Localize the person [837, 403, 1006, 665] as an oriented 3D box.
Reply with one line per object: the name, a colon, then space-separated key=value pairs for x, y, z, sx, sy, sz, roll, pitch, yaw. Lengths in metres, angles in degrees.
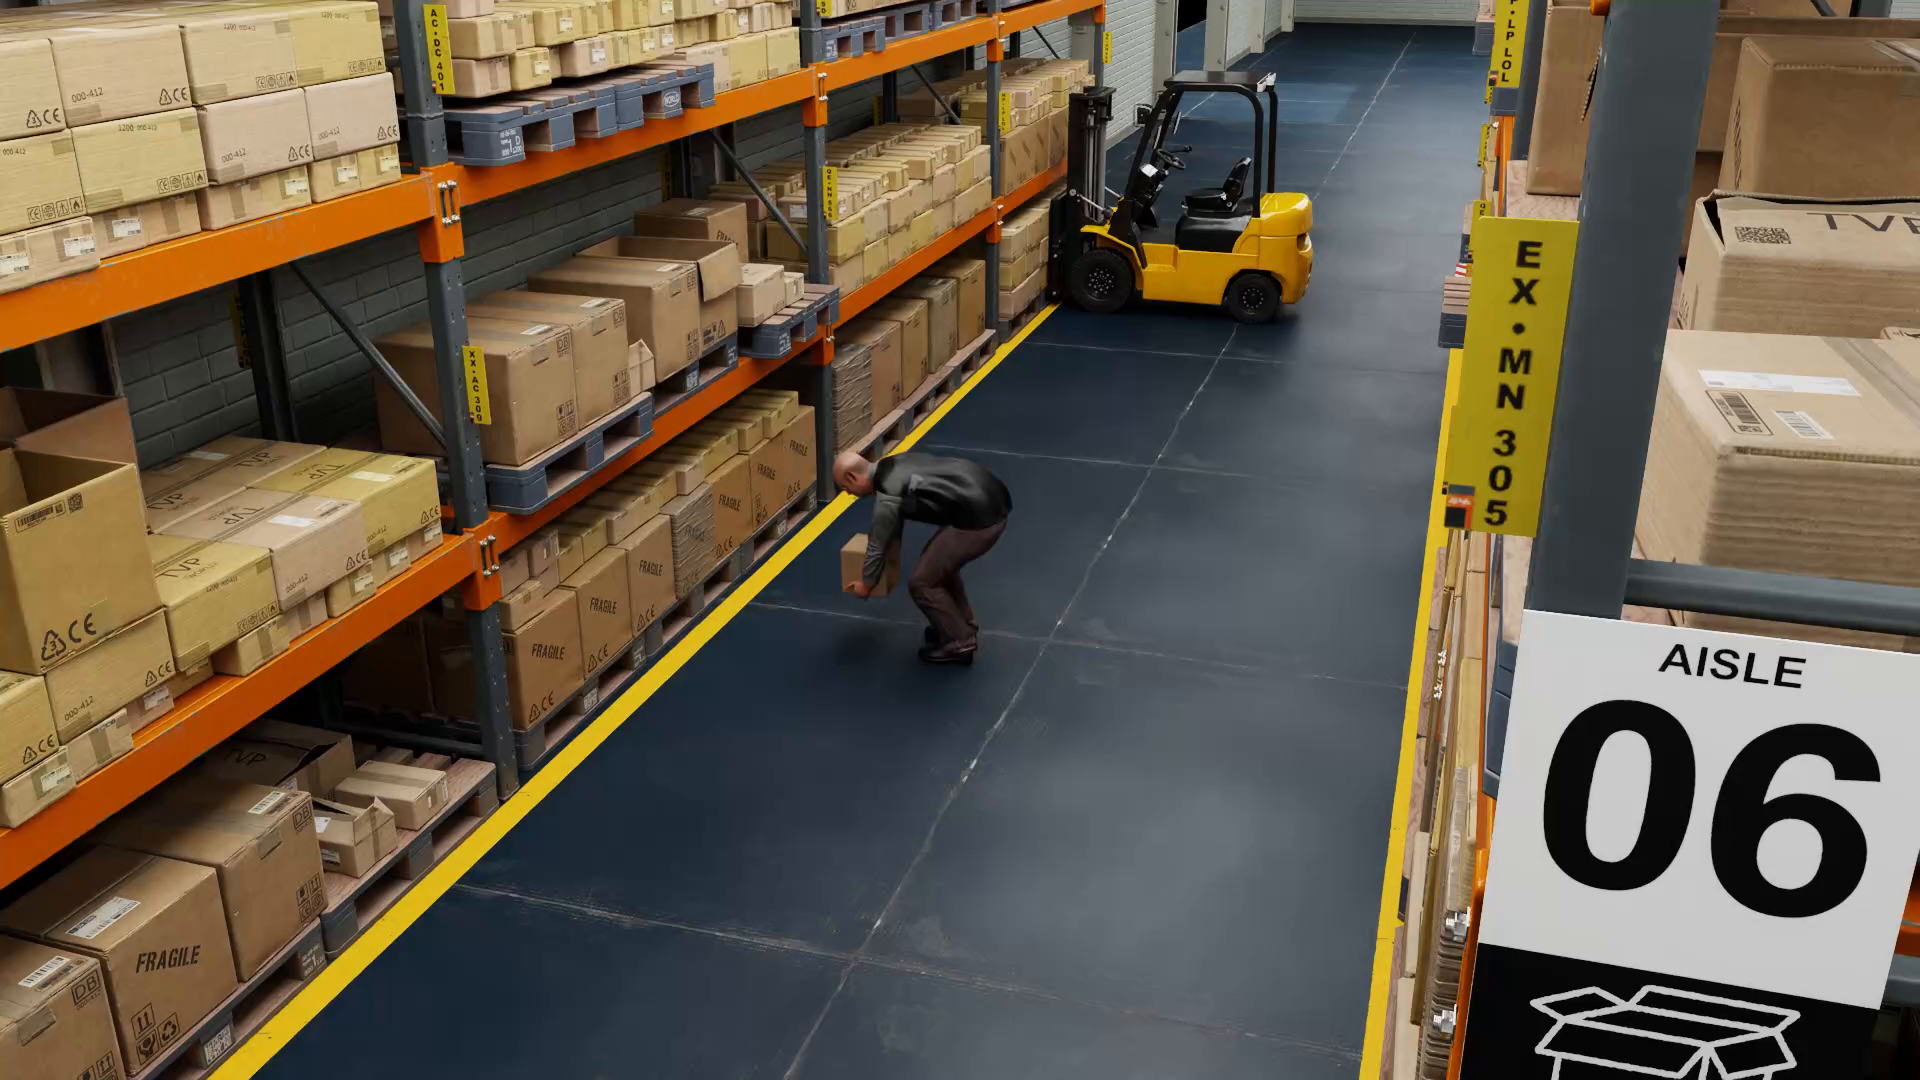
person: x=-0.209 y=-0.011 z=8.762 sx=0.881 sy=1.270 sz=0.468 roll=6 pitch=23 yaw=14
